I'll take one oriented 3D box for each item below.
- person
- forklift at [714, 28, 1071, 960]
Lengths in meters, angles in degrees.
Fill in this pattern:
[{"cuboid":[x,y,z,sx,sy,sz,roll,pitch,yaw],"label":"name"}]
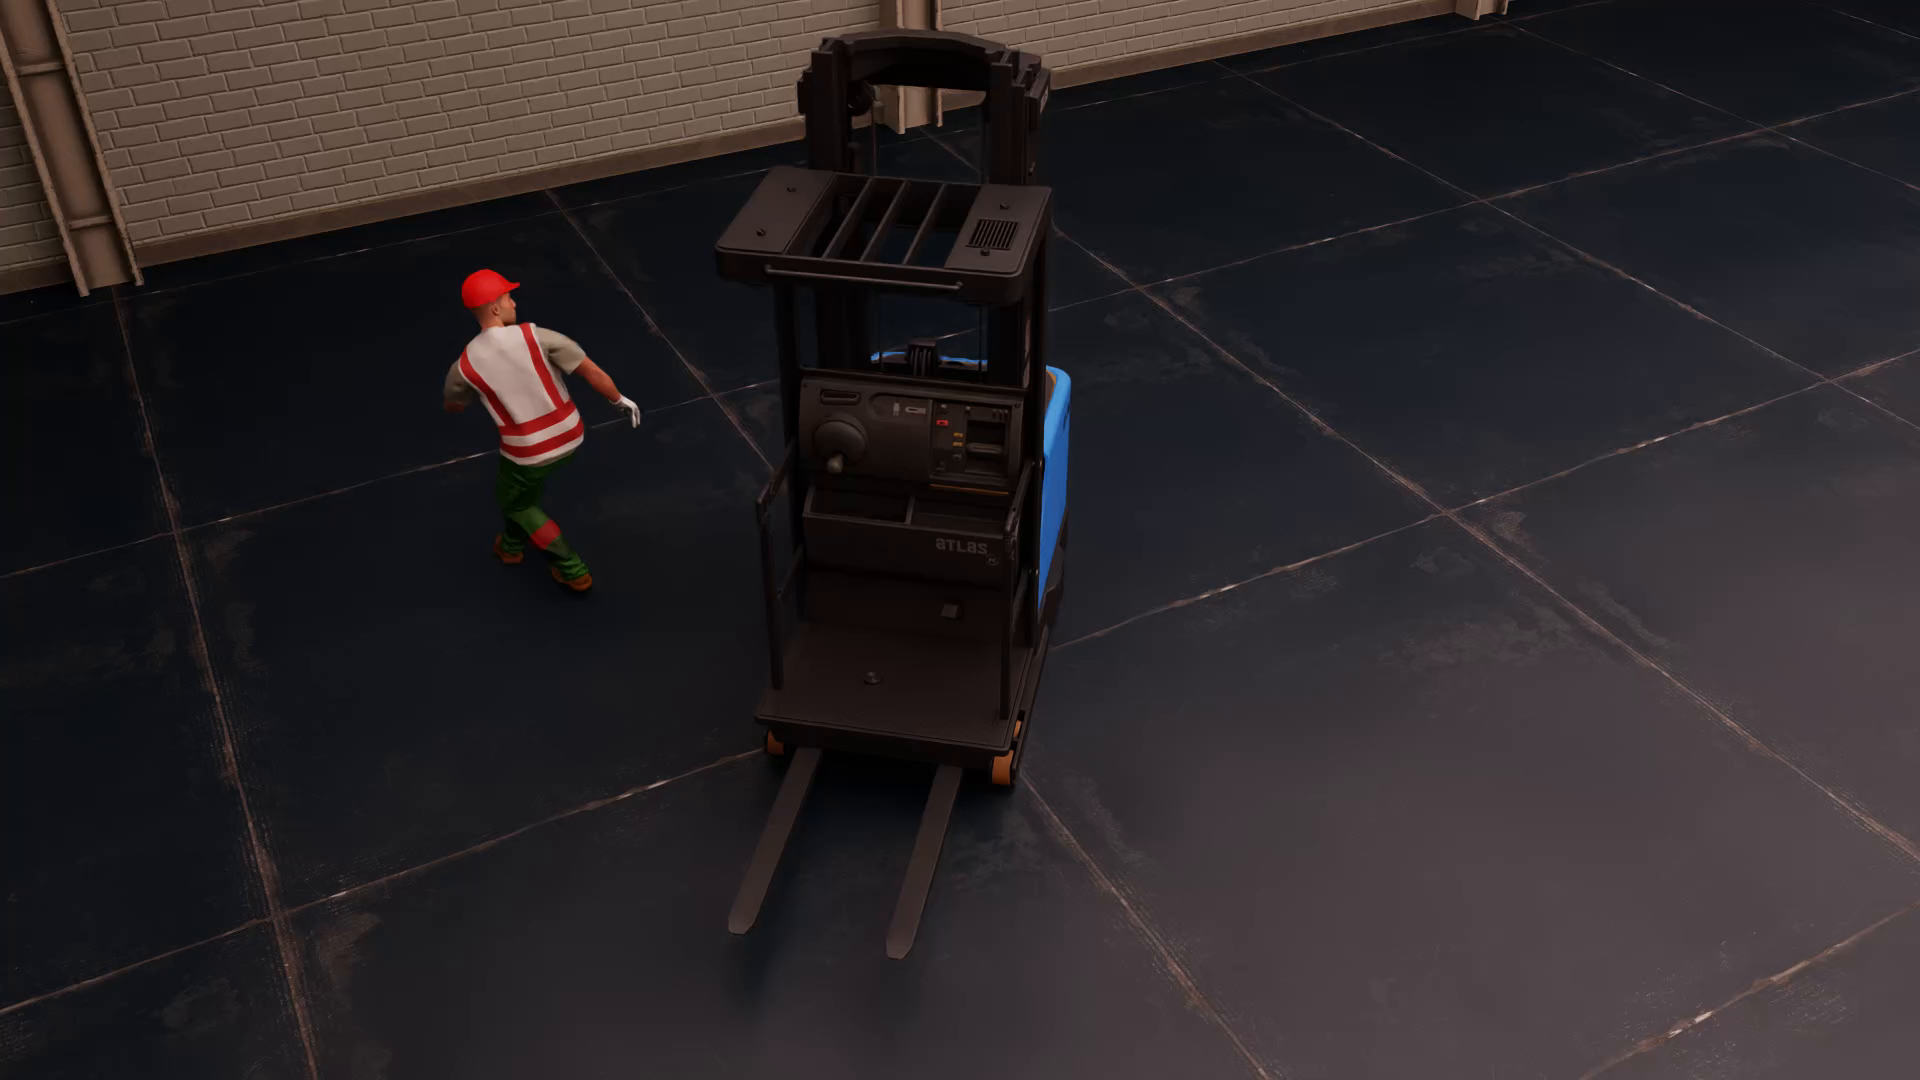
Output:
[{"cuboid":[-2.053,-0.579,8.080,0.821,1.650,0.832,-22,41,-28],"label":"person"},{"cuboid":[-0.245,-0.370,6.646,1.130,2.935,3.031,7,36,9],"label":"forklift"}]
